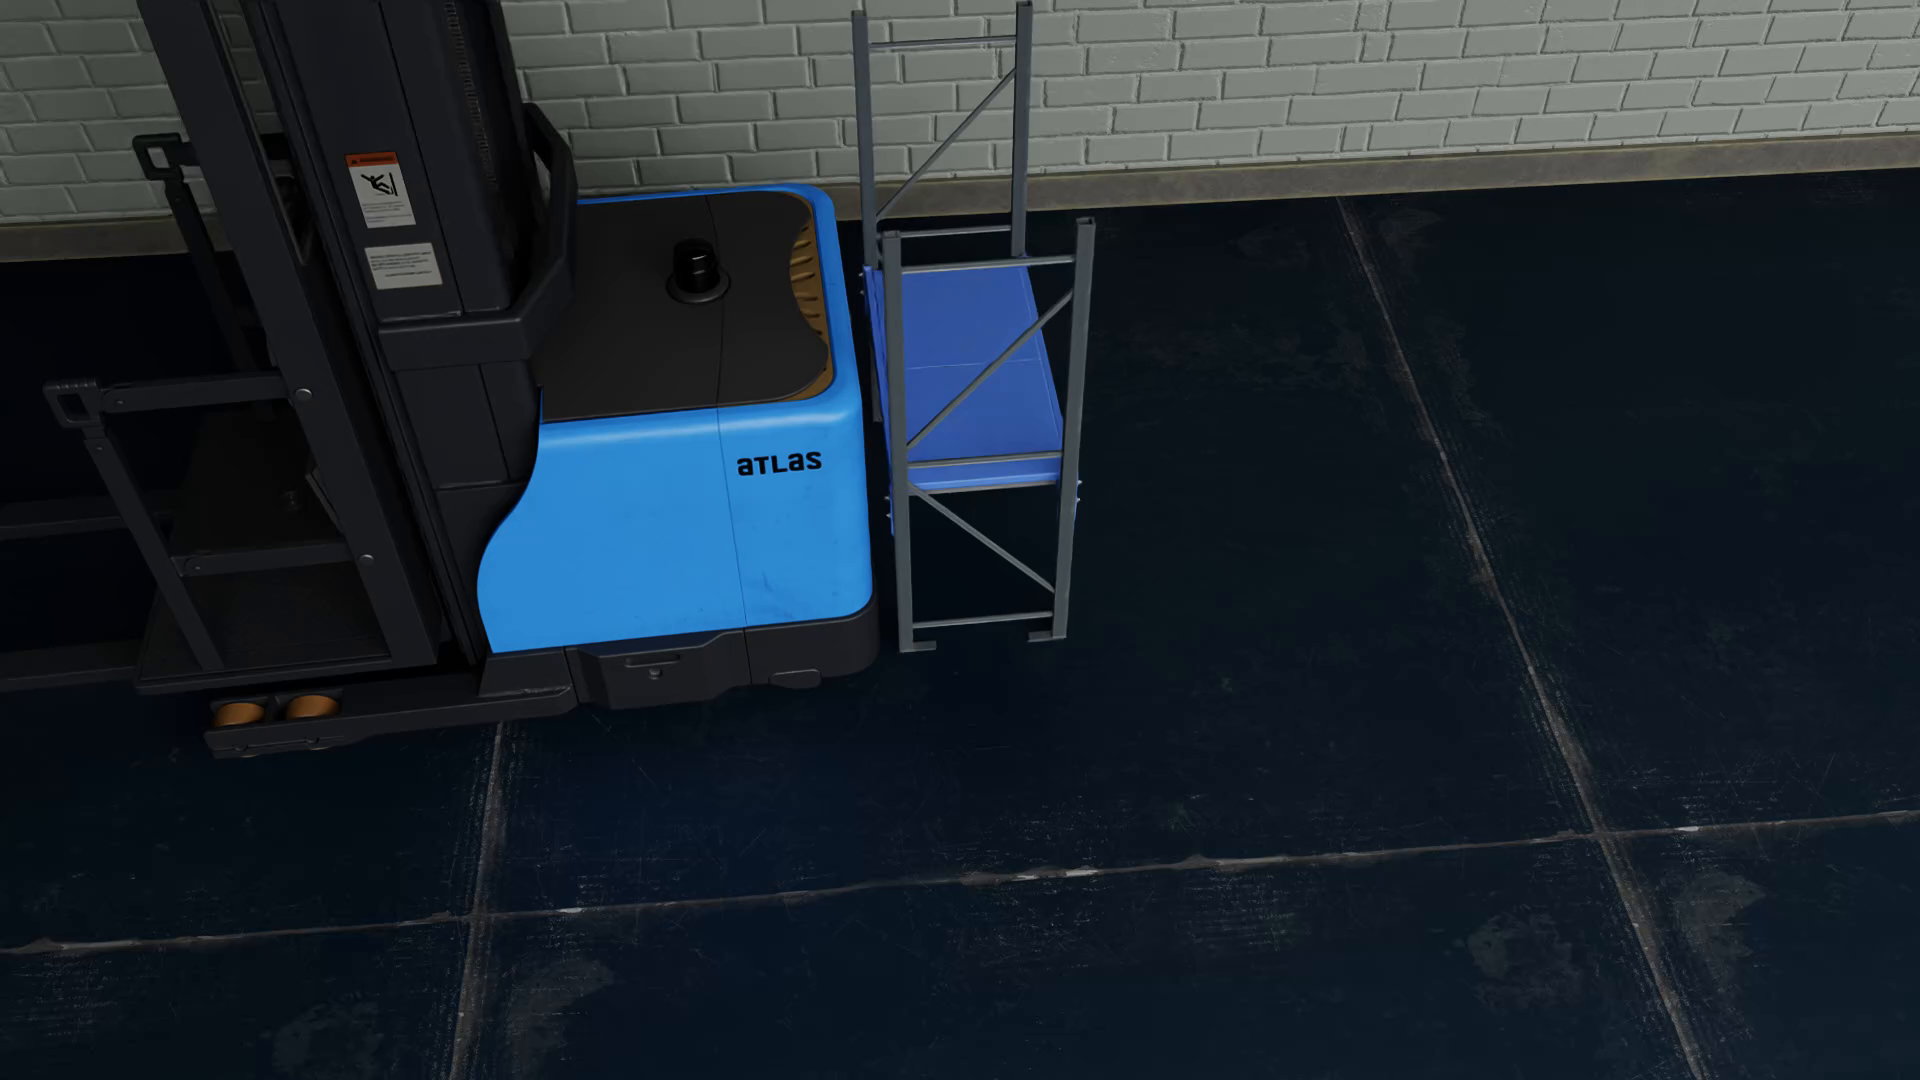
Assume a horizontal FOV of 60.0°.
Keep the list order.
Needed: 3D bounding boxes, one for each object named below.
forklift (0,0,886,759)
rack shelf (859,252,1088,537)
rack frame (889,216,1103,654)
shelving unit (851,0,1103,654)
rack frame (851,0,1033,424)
[{"bbox_3d":[-1.776,-0.810,3.998,3.031,2.935,1.130,-6,47,-5],"label":"forklift"},{"bbox_3d":[0.018,-0.454,4.894,0.538,0.185,1.000,-5,47,-5],"label":"rack shelf"},{"bbox_3d":[0.084,-0.211,4.417,0.500,1.500,0.032,-5,47,-5],"label":"rack frame"},{"bbox_3d":[0.018,-0.577,4.764,0.538,1.500,1.048,-5,47,-5],"label":"shelving unit"},{"bbox_3d":[-0.048,-0.943,5.110,0.500,1.500,0.032,-5,47,-5],"label":"rack frame"}]
